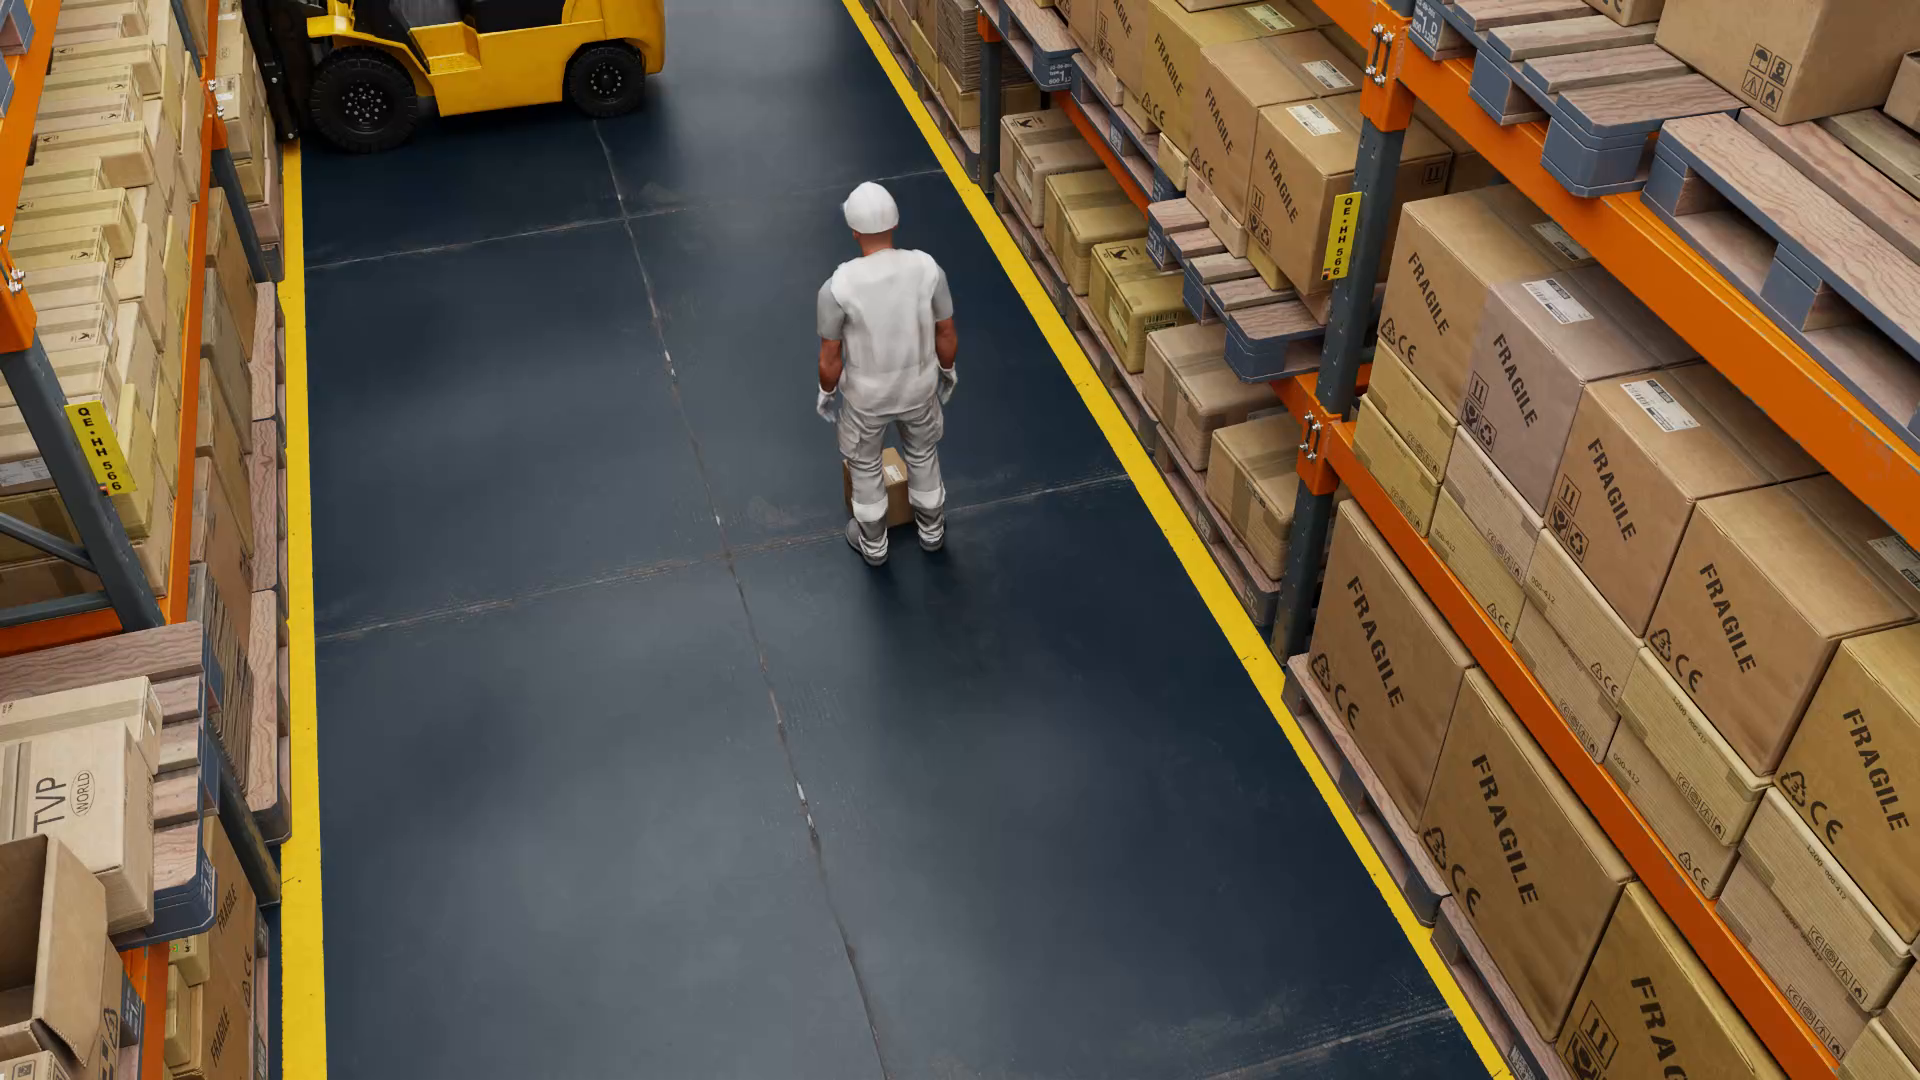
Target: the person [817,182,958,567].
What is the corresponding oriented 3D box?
[{"bbox_3d":[-0.298,-0.646,6.870,0.606,1.778,0.453,-12,43,-13],"label":"person"}]
